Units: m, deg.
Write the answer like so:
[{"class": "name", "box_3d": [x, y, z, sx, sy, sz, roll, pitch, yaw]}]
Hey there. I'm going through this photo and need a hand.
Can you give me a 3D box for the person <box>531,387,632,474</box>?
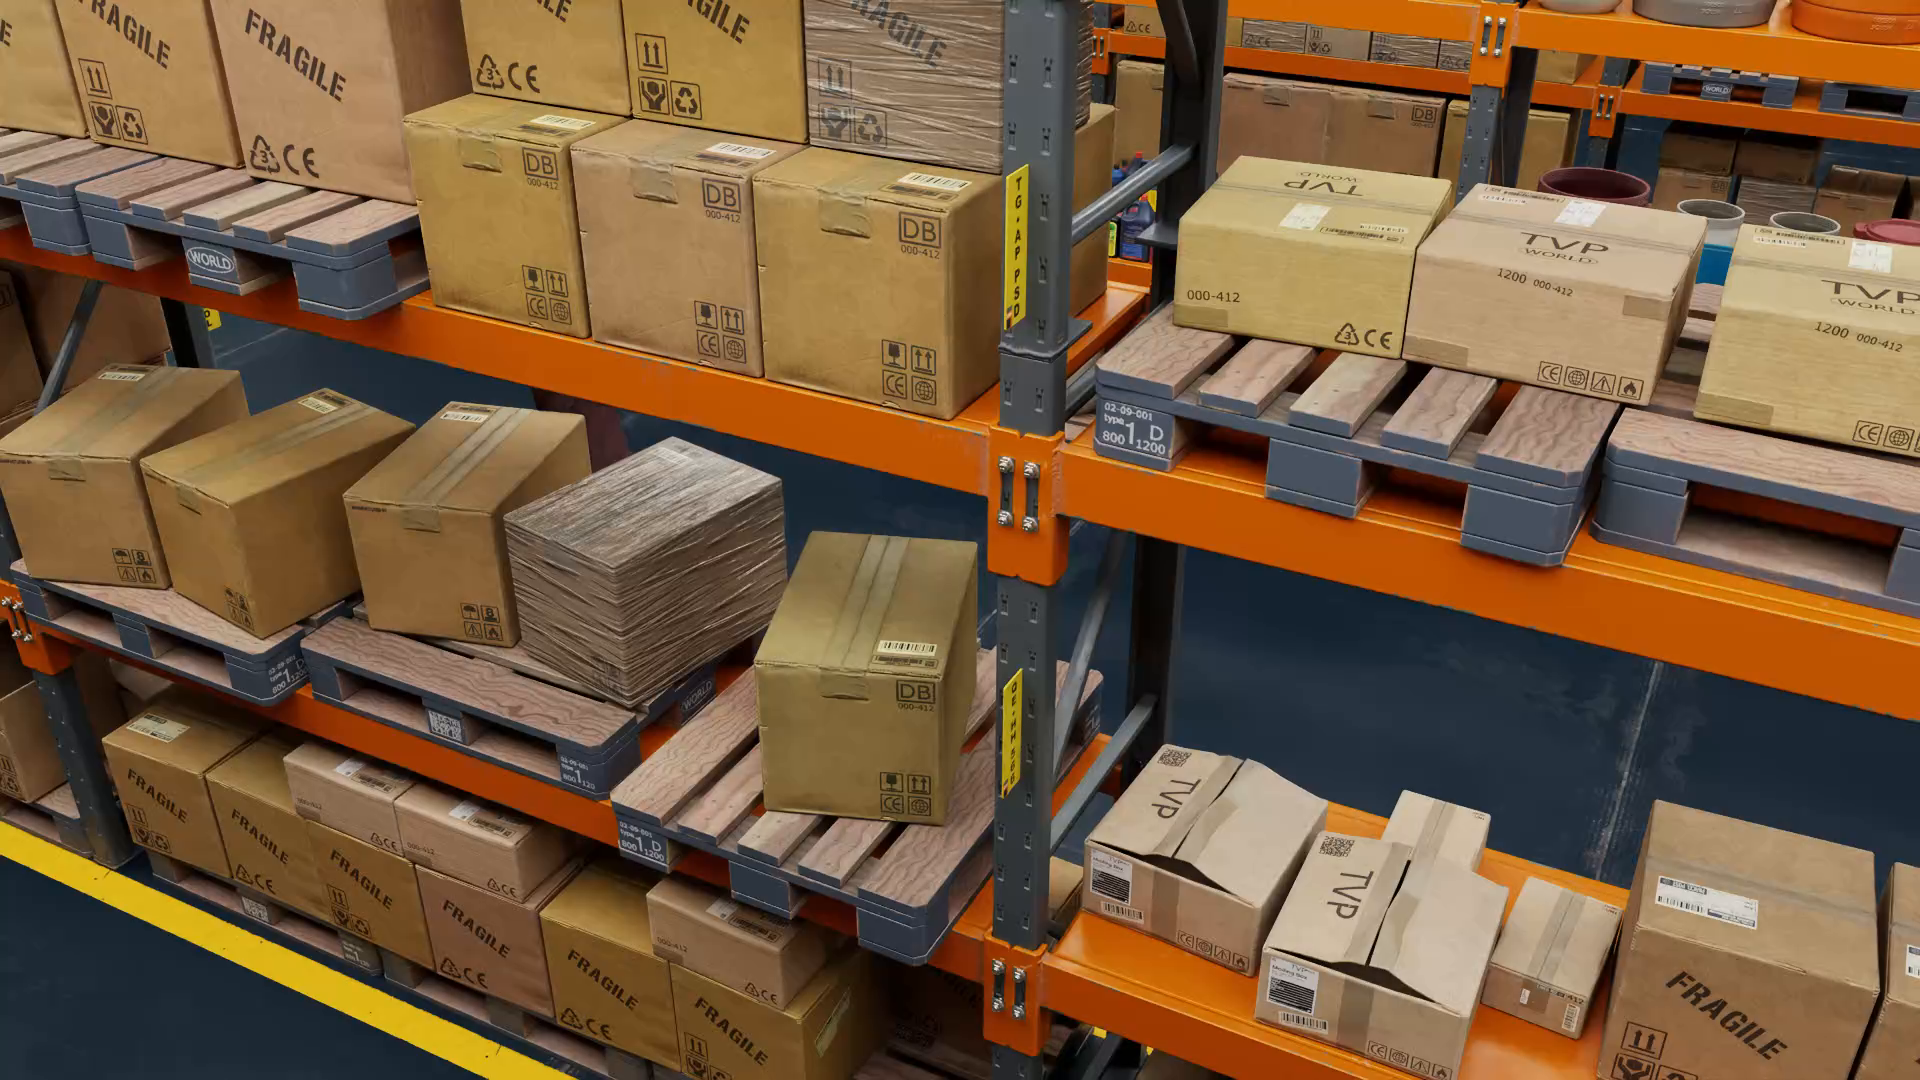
[{"class": "person", "box_3d": [-1.779, -0.348, 7.779, 0.984, 1.786, 0.604, 15, 33, 24]}]
